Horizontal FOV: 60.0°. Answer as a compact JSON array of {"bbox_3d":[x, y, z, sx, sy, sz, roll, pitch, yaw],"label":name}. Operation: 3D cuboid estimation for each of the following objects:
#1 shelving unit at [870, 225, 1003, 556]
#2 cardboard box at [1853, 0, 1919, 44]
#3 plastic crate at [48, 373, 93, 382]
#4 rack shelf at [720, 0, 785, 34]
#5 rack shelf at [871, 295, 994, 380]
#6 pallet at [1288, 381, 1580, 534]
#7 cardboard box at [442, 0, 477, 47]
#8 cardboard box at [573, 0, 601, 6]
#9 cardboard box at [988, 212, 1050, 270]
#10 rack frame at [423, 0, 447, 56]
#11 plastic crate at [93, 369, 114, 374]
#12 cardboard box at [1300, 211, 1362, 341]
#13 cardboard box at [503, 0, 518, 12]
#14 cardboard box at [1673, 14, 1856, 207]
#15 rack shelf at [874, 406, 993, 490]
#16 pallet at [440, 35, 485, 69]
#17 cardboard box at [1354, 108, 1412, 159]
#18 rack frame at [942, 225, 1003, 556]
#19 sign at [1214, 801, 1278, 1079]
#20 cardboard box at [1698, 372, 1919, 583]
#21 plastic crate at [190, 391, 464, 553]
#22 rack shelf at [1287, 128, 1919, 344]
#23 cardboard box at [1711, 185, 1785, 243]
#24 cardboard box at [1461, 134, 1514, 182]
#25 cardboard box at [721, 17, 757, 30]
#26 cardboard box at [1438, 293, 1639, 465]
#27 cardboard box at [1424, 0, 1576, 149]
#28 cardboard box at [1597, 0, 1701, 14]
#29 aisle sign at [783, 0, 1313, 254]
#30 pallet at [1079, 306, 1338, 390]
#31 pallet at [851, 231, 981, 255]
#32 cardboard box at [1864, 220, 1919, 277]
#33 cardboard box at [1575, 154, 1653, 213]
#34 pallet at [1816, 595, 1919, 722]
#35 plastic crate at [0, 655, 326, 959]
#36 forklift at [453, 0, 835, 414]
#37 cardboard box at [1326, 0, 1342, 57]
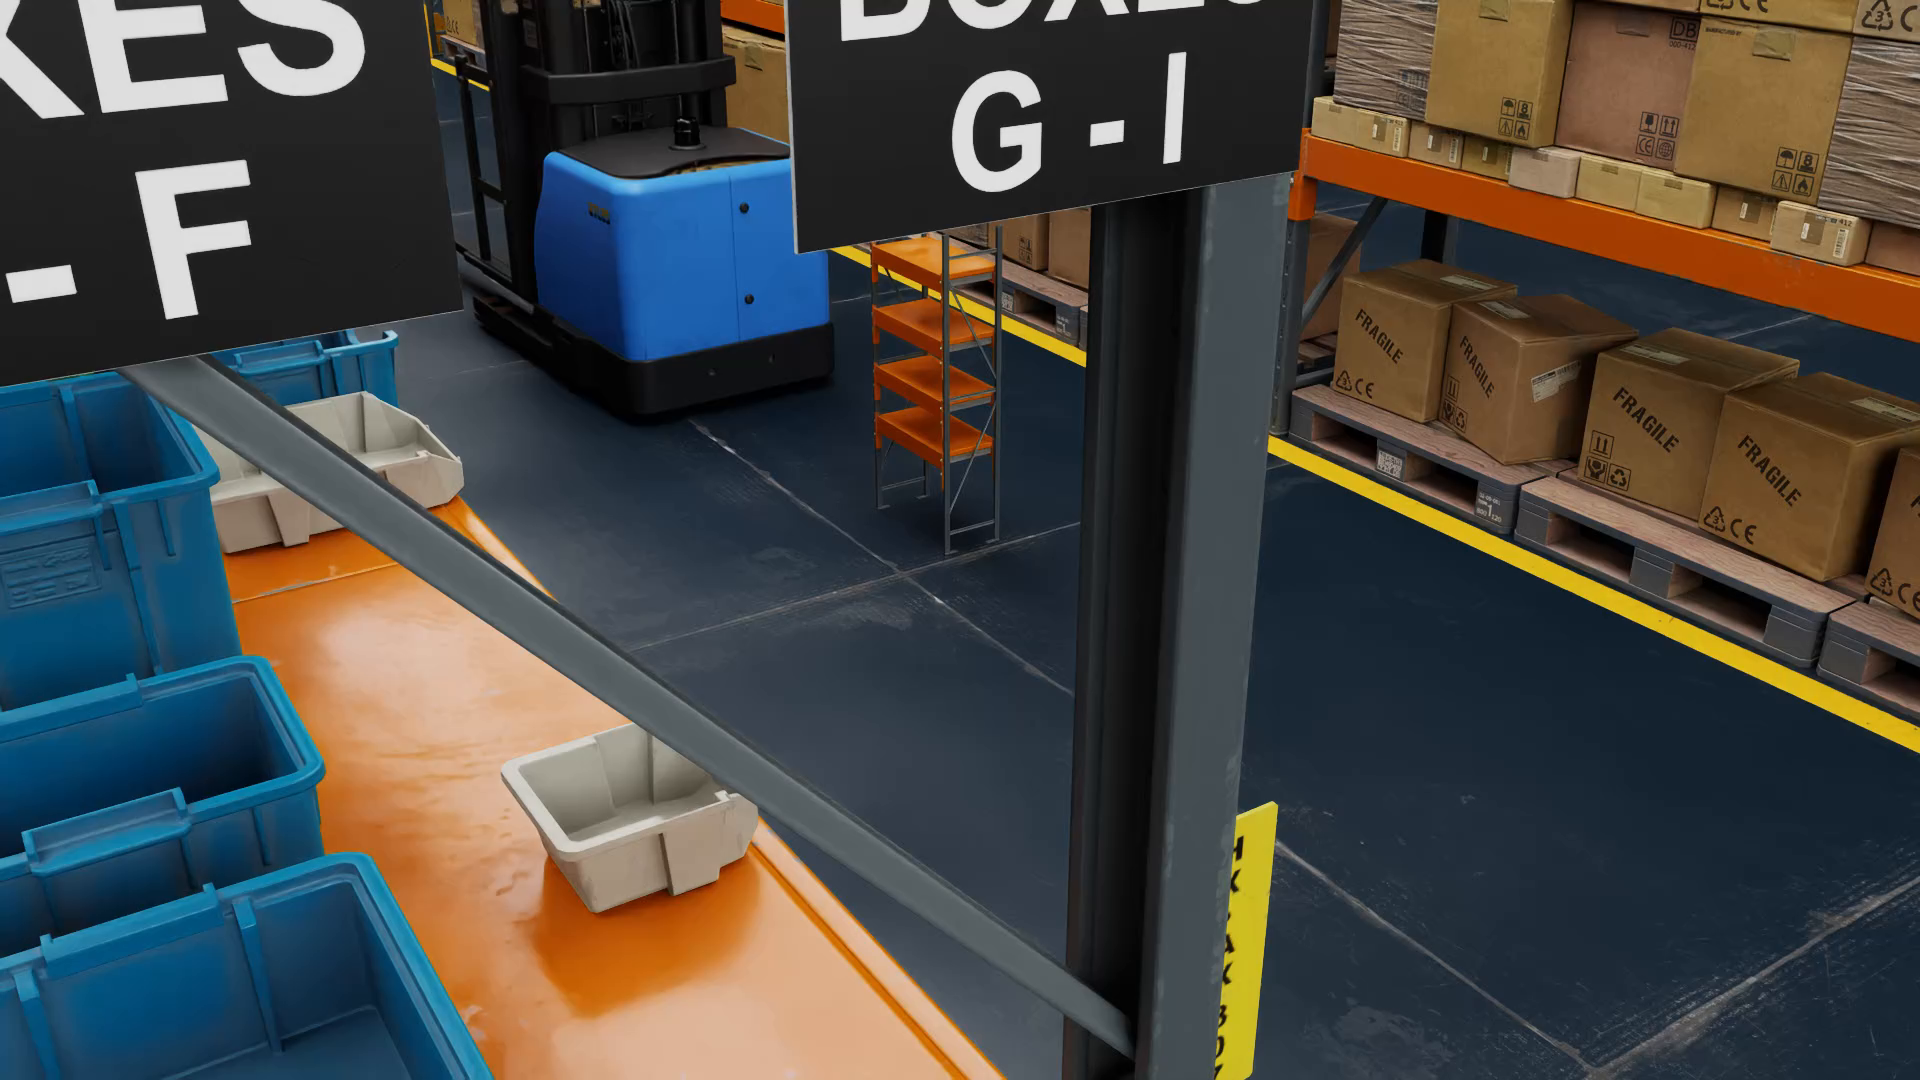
[{"bbox_3d":[-0.090,-0.602,6.119,0.258,1.200,0.503,-16,29,-30],"label":"shelving unit"},{"bbox_3d":[2.879,-1.632,4.557,0.500,0.500,0.500,-16,29,-30],"label":"cardboard box"},{"bbox_3d":[-1.894,-0.134,3.267,0.450,0.188,0.662,-16,29,-30],"label":"plastic crate"},{"bbox_3d":[-1.524,-3.756,11.535,1.077,0.370,4.000,-16,29,-30],"label":"rack shelf"},{"bbox_3d":[-0.090,-0.743,6.053,0.258,0.148,0.480,-16,29,-30],"label":"rack shelf"},{"bbox_3d":[2.147,-0.442,6.939,1.003,0.211,1.213,-16,29,-30],"label":"pallet"},{"bbox_3d":[-4.383,-5.246,15.846,0.875,0.875,0.875,-16,29,-30],"label":"cardboard box"},{"bbox_3d":[-2.250,-3.801,12.785,1.225,0.875,0.875,-15,29,-29],"label":"cardboard box"},{"bbox_3d":[0.579,-1.803,8.968,0.700,0.500,0.500,-13,28,-25],"label":"cardboard box"},{"bbox_3d":[-4.800,-6.227,15.927,1.000,3.000,0.127,-16,29,-30],"label":"rack frame"},{"bbox_3d":[-2.219,-0.536,3.944,0.767,0.338,0.504,-16,29,-30],"label":"plastic crate"},{"bbox_3d":[1.434,-1.228,7.751,0.700,0.500,0.500,-18,31,-33],"label":"cardboard box"},{"bbox_3d":[-3.401,-4.602,14.482,0.875,0.875,0.875,-16,29,-30],"label":"cardboard box"},{"bbox_3d":[2.784,-1.408,5.254,0.875,0.500,0.500,-16,29,-30],"label":"cardboard box"},{"bbox_3d":[-0.090,-0.361,6.233,0.258,0.148,0.480,-16,29,-30],"label":"rack shelf"},{"bbox_3d":[-4.298,-4.698,15.955,1.003,0.211,1.213,-16,29,-30],"label":"pallet"},{"bbox_3d":[1.742,-1.582,6.381,0.380,0.149,0.250,-16,29,-30],"label":"cardboard box"},{"bbox_3d":[0.043,-0.515,5.934,0.240,1.200,0.015,-16,29,-30],"label":"rack frame"},{"bbox_3d":[0.248,0.398,1.569,0.100,0.325,0.005,-16,29,-30],"label":"sign"},{"bbox_3d":[2.927,-0.225,5.649,0.500,0.500,0.500,-13,28,-25],"label":"cardboard box"},{"bbox_3d":[-1.300,-0.140,3.341,0.530,0.136,0.437,-16,29,-30],"label":"plastic crate"},{"bbox_3d":[2.843,-0.894,5.473,1.077,0.370,4.000,-16,29,-30],"label":"rack shelf"},{"bbox_3d":[2.621,-1.062,5.280,0.380,0.149,0.250,-16,29,-30],"label":"cardboard box"},{"bbox_3d":[2.046,-1.412,6.021,0.380,0.149,0.250,-16,29,-30],"label":"cardboard box"},{"bbox_3d":[-1.272,-3.167,11.442,1.225,0.875,0.875,-15,29,-29],"label":"cardboard box"},{"bbox_3d":[2.255,-0.639,6.526,0.500,0.500,0.500,-6,26,-13],"label":"cardboard box"},{"bbox_3d":[2.189,-1.752,5.983,0.875,0.500,0.500,-16,29,-30],"label":"cardboard box"},{"bbox_3d":[2.331,-1.989,5.313,0.500,0.500,0.500,-16,29,-30],"label":"cardboard box"},{"bbox_3d":[0.070,-0.568,0.894,0.394,0.787,0.004,-16,29,-30],"label":"aisle sign"},{"bbox_3d":[1.325,-0.952,8.019,1.003,0.211,1.213,-16,29,-30],"label":"pallet"},{"bbox_3d":[-0.007,-1.825,9.868,1.003,0.211,1.213,-16,29,-30],"label":"pallet"},{"bbox_3d":[2.910,-0.888,4.911,0.380,0.149,0.250,-16,29,-30],"label":"cardboard box"},{"bbox_3d":[2.320,-1.233,5.642,0.380,0.149,0.250,-16,29,-30],"label":"cardboard box"},{"bbox_3d":[3.479,0.431,5.090,1.003,0.211,1.213,-16,29,-30],"label":"pallet"},{"bbox_3d":[-1.089,0.374,2.117,0.499,0.251,0.408,-16,29,-30],"label":"plastic crate"},{"bbox_3d":[-1.840,-2.448,8.001,1.130,2.935,3.031,-17,30,-31],"label":"forklift"},{"bbox_3d":[1.435,-2.713,7.288,1.000,1.000,1.000,-15,29,-29],"label":"cardboard box"}]
